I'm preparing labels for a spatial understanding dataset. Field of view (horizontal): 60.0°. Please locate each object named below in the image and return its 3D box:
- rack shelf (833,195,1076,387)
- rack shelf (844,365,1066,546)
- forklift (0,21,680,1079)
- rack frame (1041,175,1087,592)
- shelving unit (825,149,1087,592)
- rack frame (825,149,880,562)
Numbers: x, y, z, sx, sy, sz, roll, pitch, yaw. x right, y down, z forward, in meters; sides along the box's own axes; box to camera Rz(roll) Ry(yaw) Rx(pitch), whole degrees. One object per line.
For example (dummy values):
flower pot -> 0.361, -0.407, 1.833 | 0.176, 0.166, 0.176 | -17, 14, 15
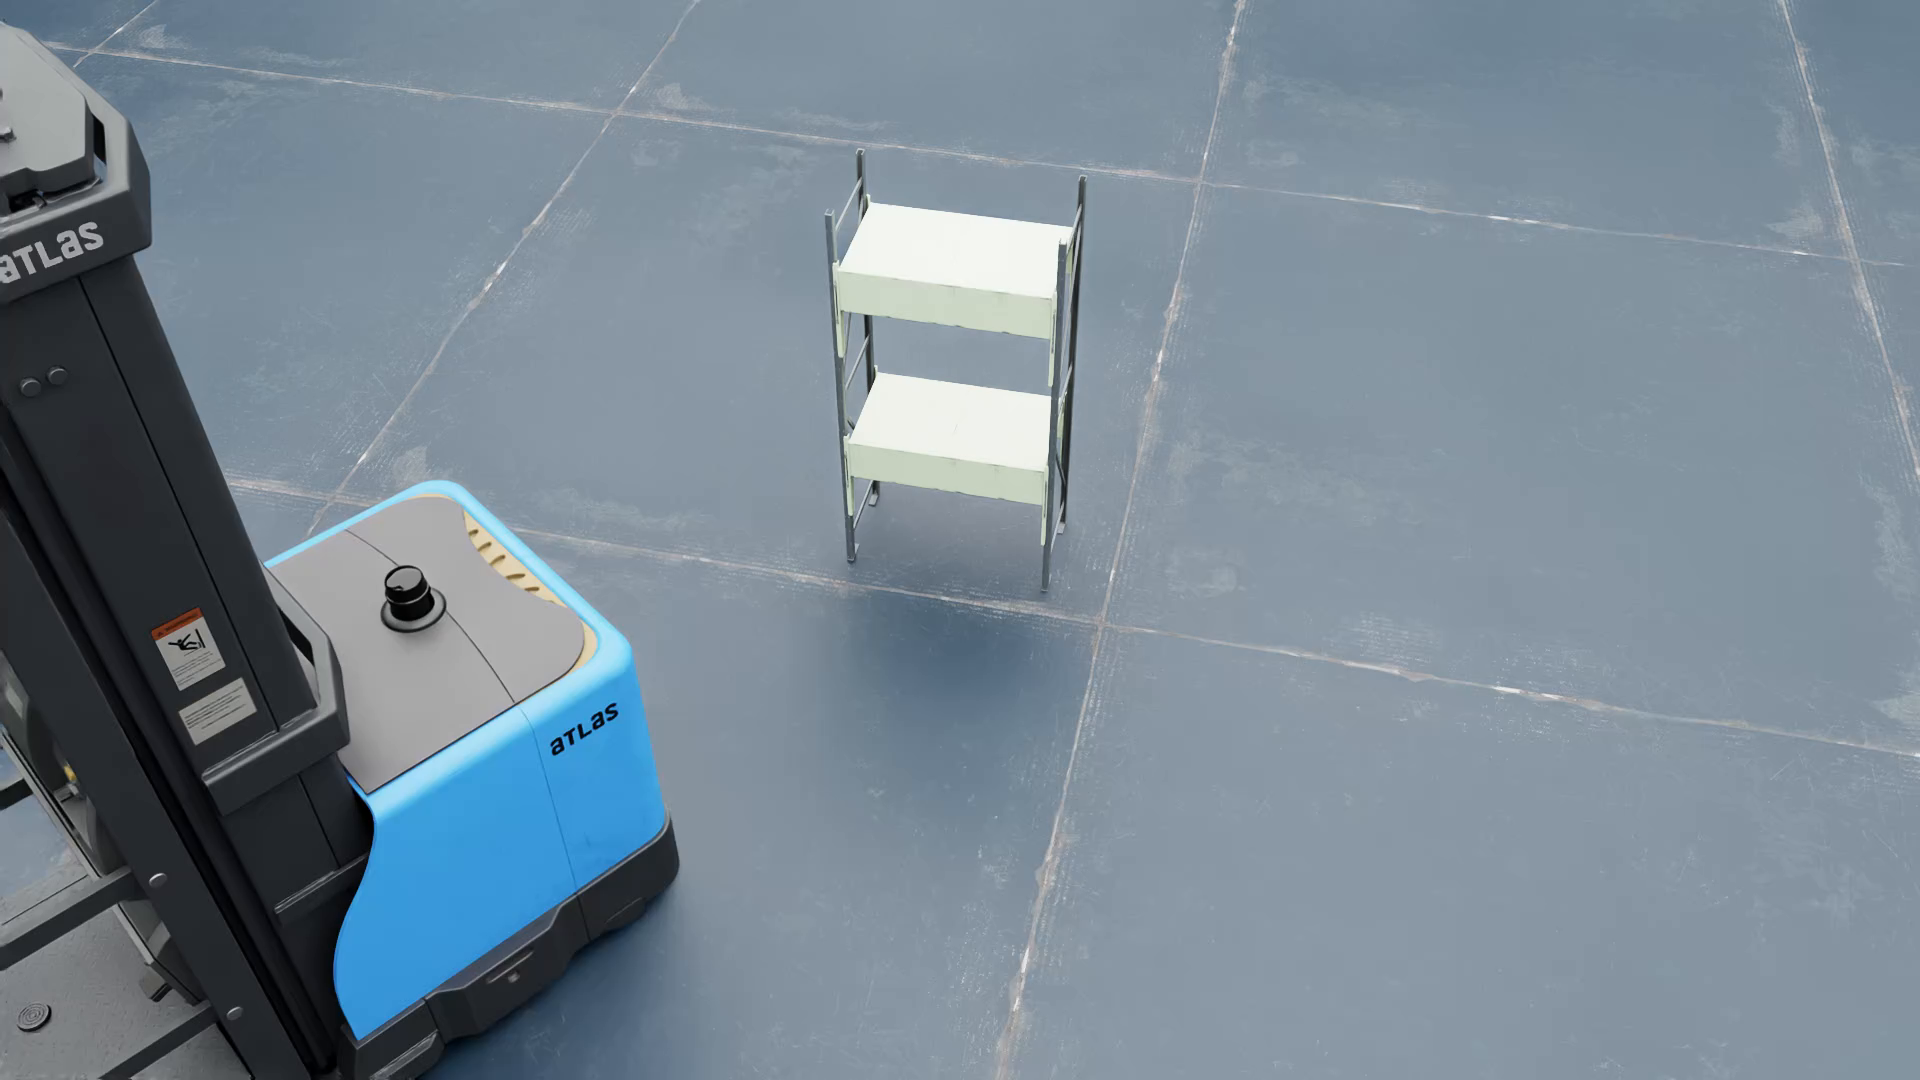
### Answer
rack shelf -> -0.007, -0.823, 5.460 | 0.720, 0.370, 0.431 | 9, 45, 9
rack shelf -> -0.007, -0.306, 5.957 | 0.720, 0.370, 0.431 | 9, 45, 9
forklift -> -2.280, 0.457, 3.662 | 3.031, 2.935, 1.130 | -33, 53, -30
rack frame -> 0.351, -0.486, 5.673 | 0.023, 1.500, 0.400 | 9, 45, 9
shelving unit -> -0.007, -0.541, 5.731 | 0.755, 1.500, 0.431 | 9, 45, 9
rack frame -> -0.364, -0.597, 5.789 | 0.023, 1.500, 0.400 | 9, 45, 9
